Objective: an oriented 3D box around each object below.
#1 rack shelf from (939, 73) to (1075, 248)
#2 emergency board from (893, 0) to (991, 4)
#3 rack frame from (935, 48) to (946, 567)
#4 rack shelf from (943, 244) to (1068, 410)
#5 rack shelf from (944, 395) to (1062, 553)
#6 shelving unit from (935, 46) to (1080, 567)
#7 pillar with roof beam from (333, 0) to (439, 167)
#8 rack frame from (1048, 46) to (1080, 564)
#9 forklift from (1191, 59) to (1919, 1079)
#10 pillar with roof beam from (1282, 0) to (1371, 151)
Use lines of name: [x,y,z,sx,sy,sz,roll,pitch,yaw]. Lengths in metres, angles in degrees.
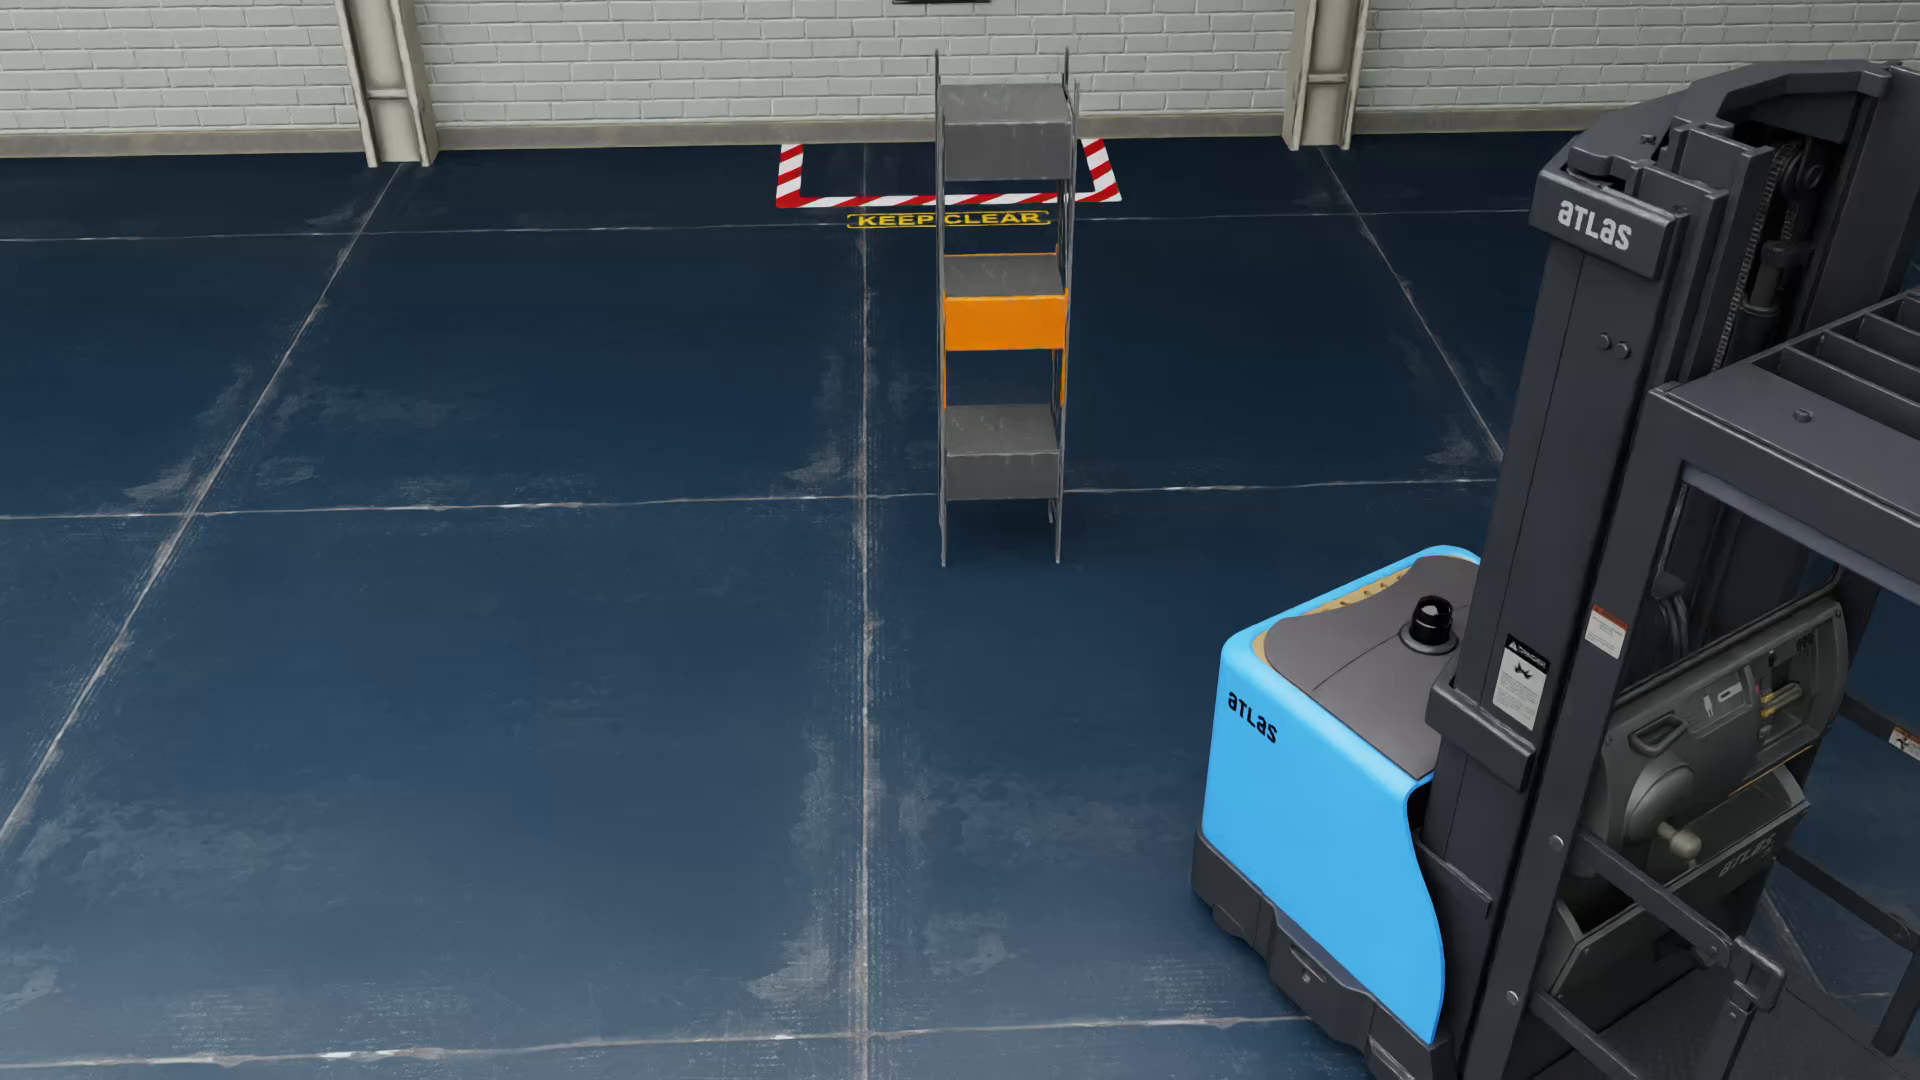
rack shelf: [0.165,-1.432,6.268,0.480,0.518,0.431,-2,35,-2]
emergency board: [-0.112,-3.857,10.187,0.626,1.169,0.157,-2,35,-2]
rack frame: [-0.078,-0.861,6.649,0.015,2.100,0.400,-2,35,-2]
rack shelf: [0.165,-0.857,6.667,0.480,0.518,0.431,-2,35,-2]
rack shelf: [0.165,-0.281,7.065,0.480,0.518,0.431,-2,35,-2]
shelving unit: [0.165,-0.868,6.659,0.503,2.100,0.431,-2,35,-2]
pillar with roof beam: [-3.422,-3.749,4.760,0.400,9.000,9.100,-2,35,-2]
rack frame: [0.409,-0.874,6.668,0.015,2.100,0.400,-2,35,-2]
forklift: [1.990,0.523,3.919,1.130,2.935,3.031,-20,40,-27]
pillar with roof beam: [2.572,-3.911,4.994,0.400,9.000,9.100,-2,35,-2]
